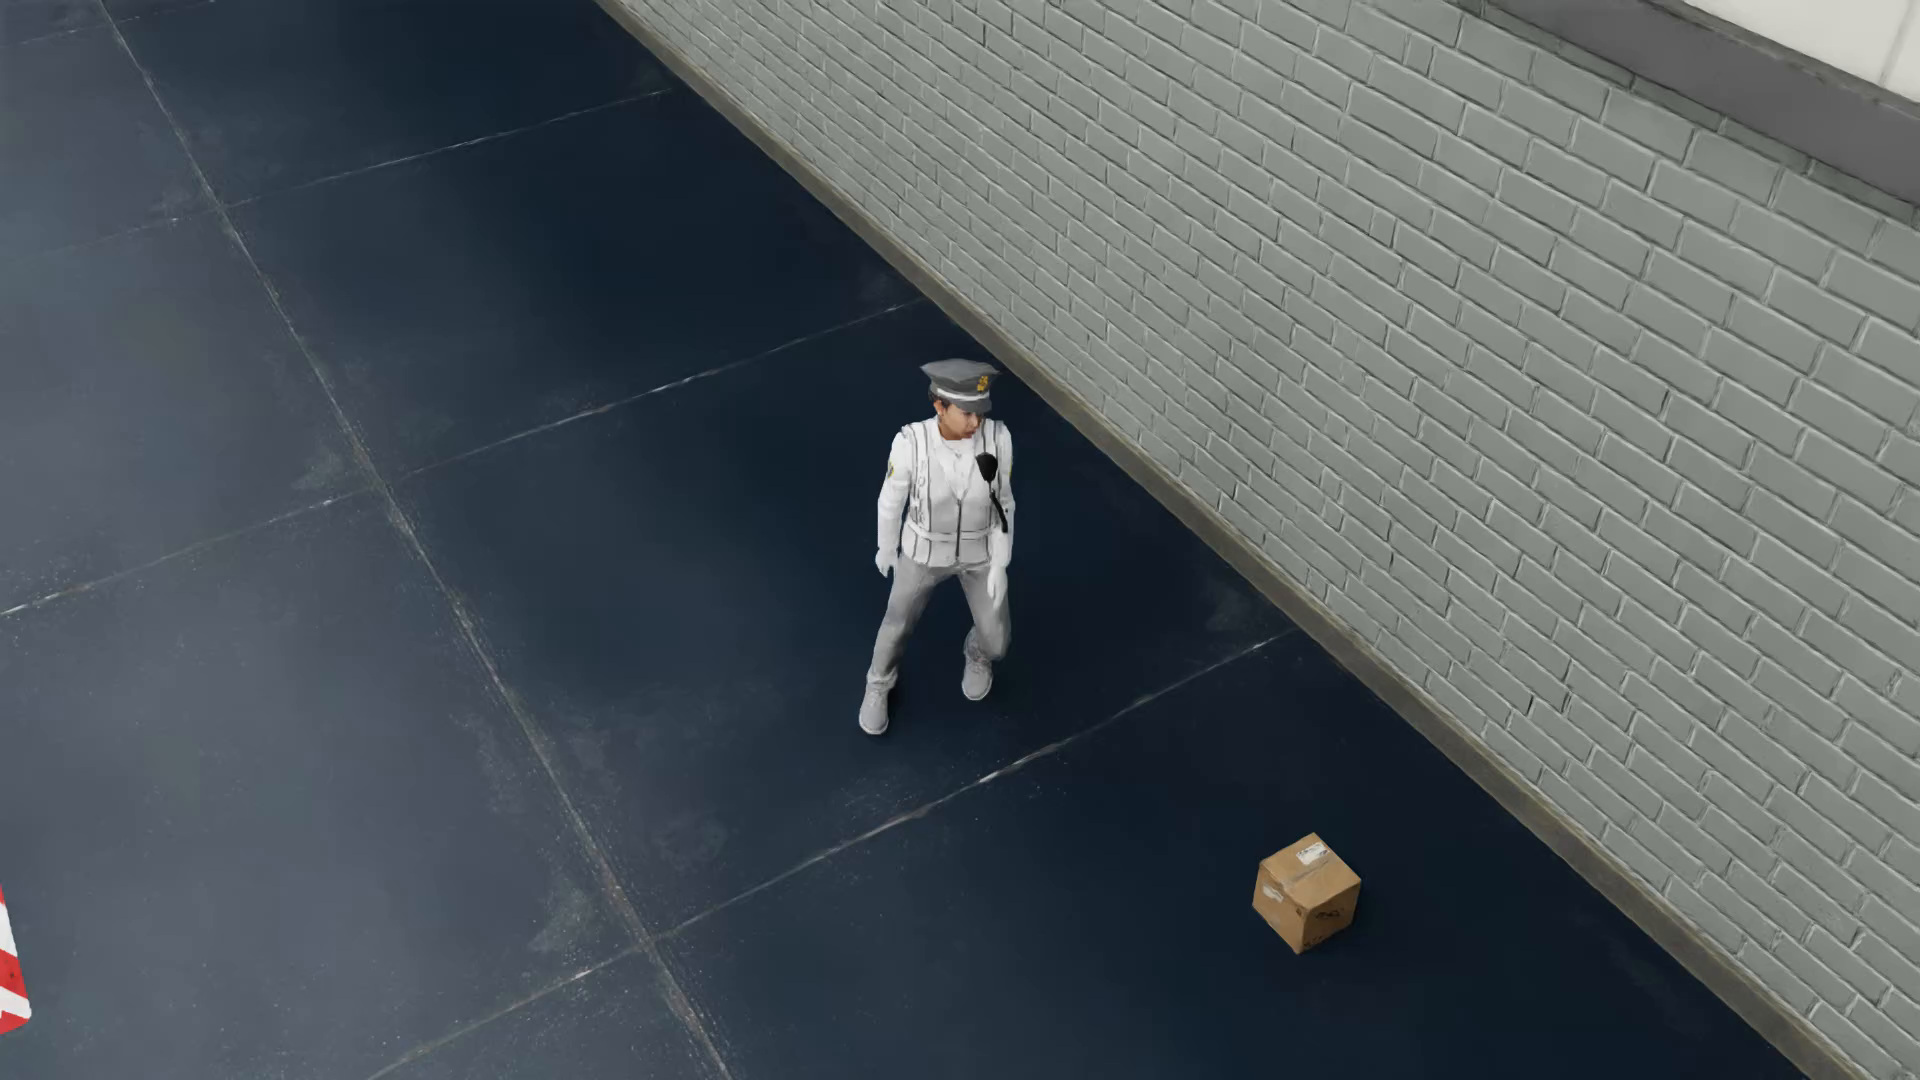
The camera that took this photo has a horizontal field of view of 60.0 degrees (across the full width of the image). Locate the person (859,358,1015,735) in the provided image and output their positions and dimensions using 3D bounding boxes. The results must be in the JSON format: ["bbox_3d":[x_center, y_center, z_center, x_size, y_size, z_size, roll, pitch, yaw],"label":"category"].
[{"bbox_3d":[-0.102,0.060,6.071,0.606,1.664,0.417,-6,41,-7],"label":"person"}]
